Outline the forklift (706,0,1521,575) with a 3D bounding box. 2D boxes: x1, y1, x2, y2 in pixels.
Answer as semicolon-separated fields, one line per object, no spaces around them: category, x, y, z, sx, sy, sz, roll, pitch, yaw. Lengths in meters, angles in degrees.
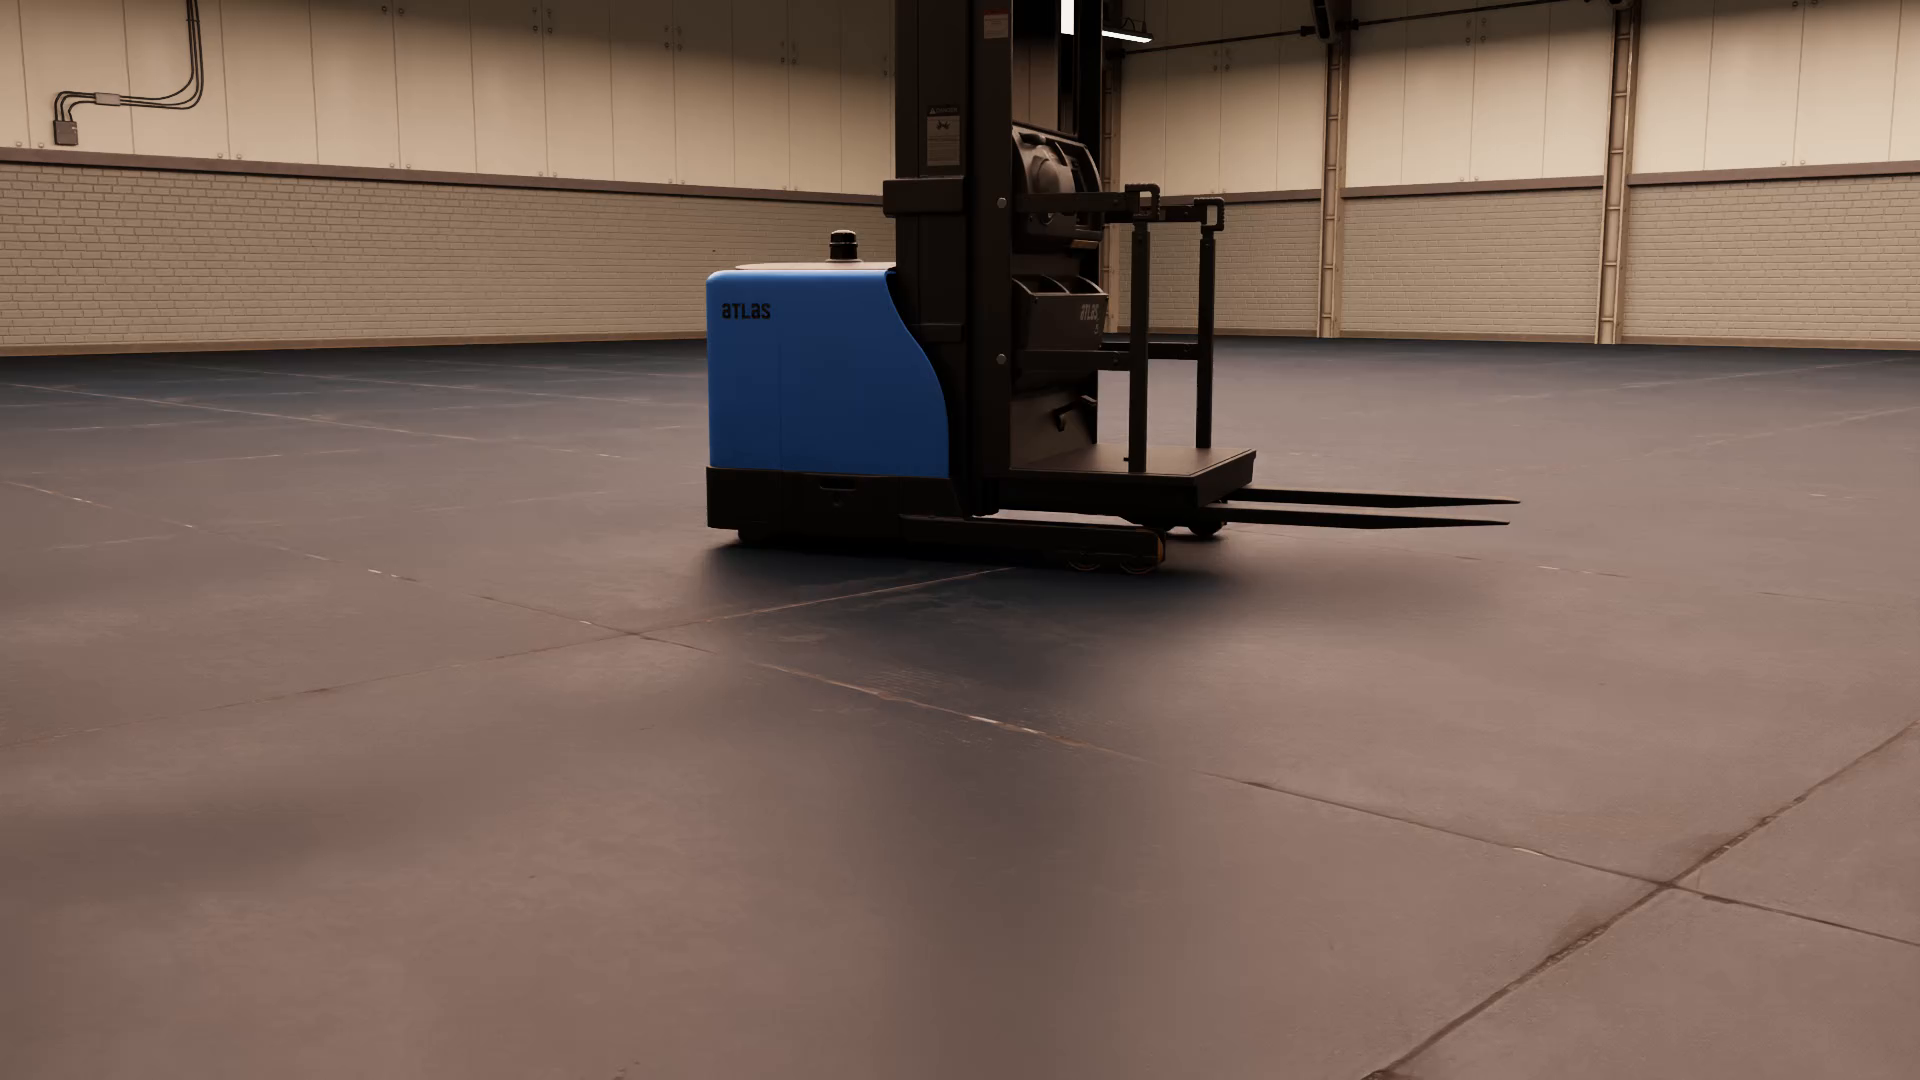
forklift;0.565;-1.416;6.275;3.031;2.935;1.130;3;9;22
